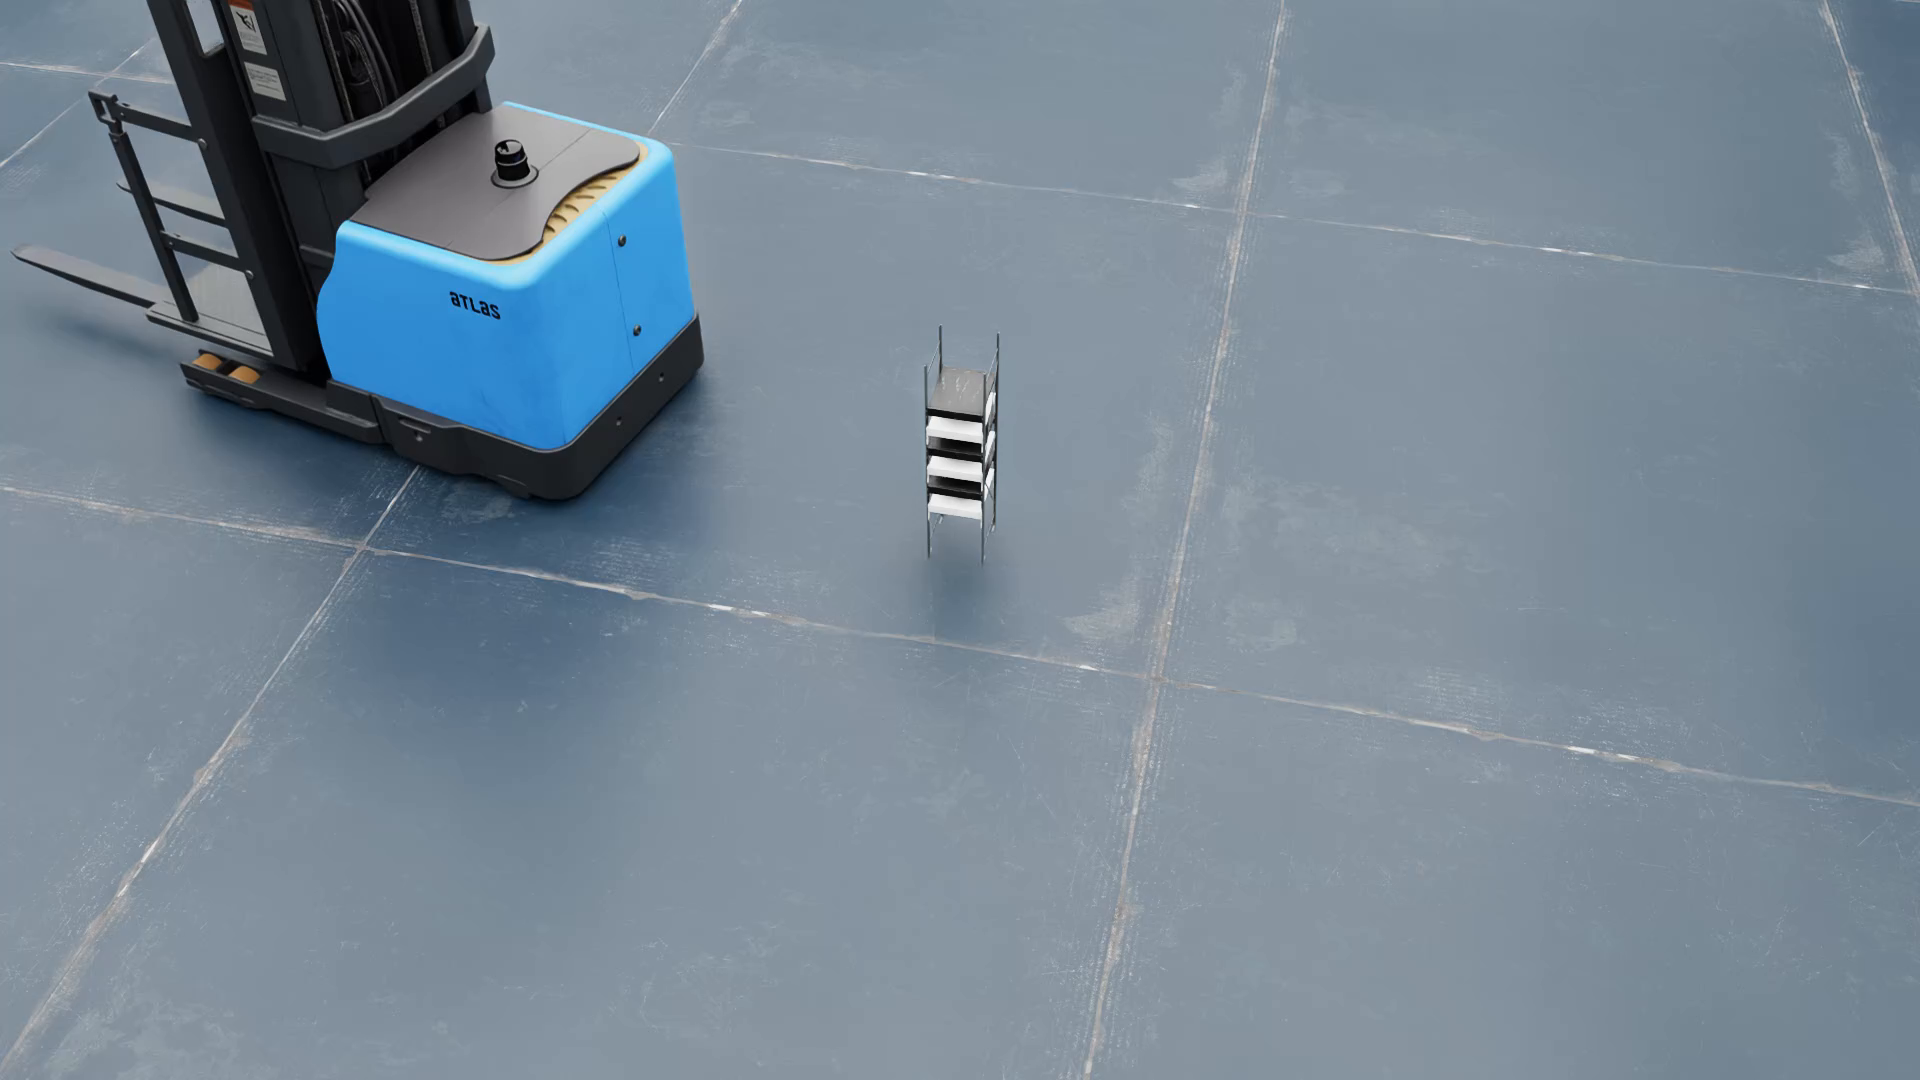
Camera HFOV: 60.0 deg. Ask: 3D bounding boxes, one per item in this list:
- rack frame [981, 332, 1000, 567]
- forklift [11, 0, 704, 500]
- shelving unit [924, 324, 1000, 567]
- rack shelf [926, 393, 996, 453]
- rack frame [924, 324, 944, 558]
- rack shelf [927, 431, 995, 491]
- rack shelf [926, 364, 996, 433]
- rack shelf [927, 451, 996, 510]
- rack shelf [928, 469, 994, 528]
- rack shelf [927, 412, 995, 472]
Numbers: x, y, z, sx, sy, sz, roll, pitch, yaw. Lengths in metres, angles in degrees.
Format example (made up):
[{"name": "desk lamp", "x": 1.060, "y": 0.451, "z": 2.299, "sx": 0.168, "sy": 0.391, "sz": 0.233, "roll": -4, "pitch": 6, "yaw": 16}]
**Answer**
[{"name": "rack frame", "x": 0.107, "y": -0.308, "z": 5.921, "sx": 0.006, "sy": 0.900, "sz": 0.240, "roll": 9, "pitch": 45, "yaw": 9}, {"name": "forklift", "x": -2.622, "y": -1.910, "z": 6.121, "sx": 3.031, "sy": 2.935, "sz": 1.130, "roll": 18, "pitch": 47, "yaw": 18}, {"name": "shelving unit", "x": 0.008, "y": -0.323, "z": 5.937, "sx": 0.210, "sy": 0.900, "sz": 0.258, "roll": 9, "pitch": 45, "yaw": 9}, {"name": "rack shelf", "x": 0.008, "y": -0.429, "z": 5.835, "sx": 0.200, "sy": 0.077, "sz": 0.258, "roll": 9, "pitch": 45, "yaw": 9}, {"name": "rack frame", "x": -0.091, "y": -0.338, "z": 5.953, "sx": 0.006, "sy": 0.900, "sz": 0.240, "roll": 9, "pitch": 45, "yaw": 9}, {"name": "rack shelf", "x": 0.008, "y": -0.299, "z": 5.960, "sx": 0.200, "sy": 0.077, "sz": 0.258, "roll": 9, "pitch": 45, "yaw": 9}, {"name": "rack shelf", "x": 0.008, "y": -0.493, "z": 5.773, "sx": 0.200, "sy": 0.077, "sz": 0.258, "roll": 9, "pitch": 45, "yaw": 9}, {"name": "rack shelf", "x": 0.008, "y": -0.234, "z": 6.022, "sx": 0.200, "sy": 0.077, "sz": 0.258, "roll": 9, "pitch": 45, "yaw": 9}, {"name": "rack shelf", "x": 0.008, "y": -0.169, "z": 6.085, "sx": 0.200, "sy": 0.077, "sz": 0.258, "roll": 9, "pitch": 45, "yaw": 9}, {"name": "rack shelf", "x": 0.008, "y": -0.364, "z": 5.897, "sx": 0.200, "sy": 0.077, "sz": 0.258, "roll": 9, "pitch": 45, "yaw": 9}]
